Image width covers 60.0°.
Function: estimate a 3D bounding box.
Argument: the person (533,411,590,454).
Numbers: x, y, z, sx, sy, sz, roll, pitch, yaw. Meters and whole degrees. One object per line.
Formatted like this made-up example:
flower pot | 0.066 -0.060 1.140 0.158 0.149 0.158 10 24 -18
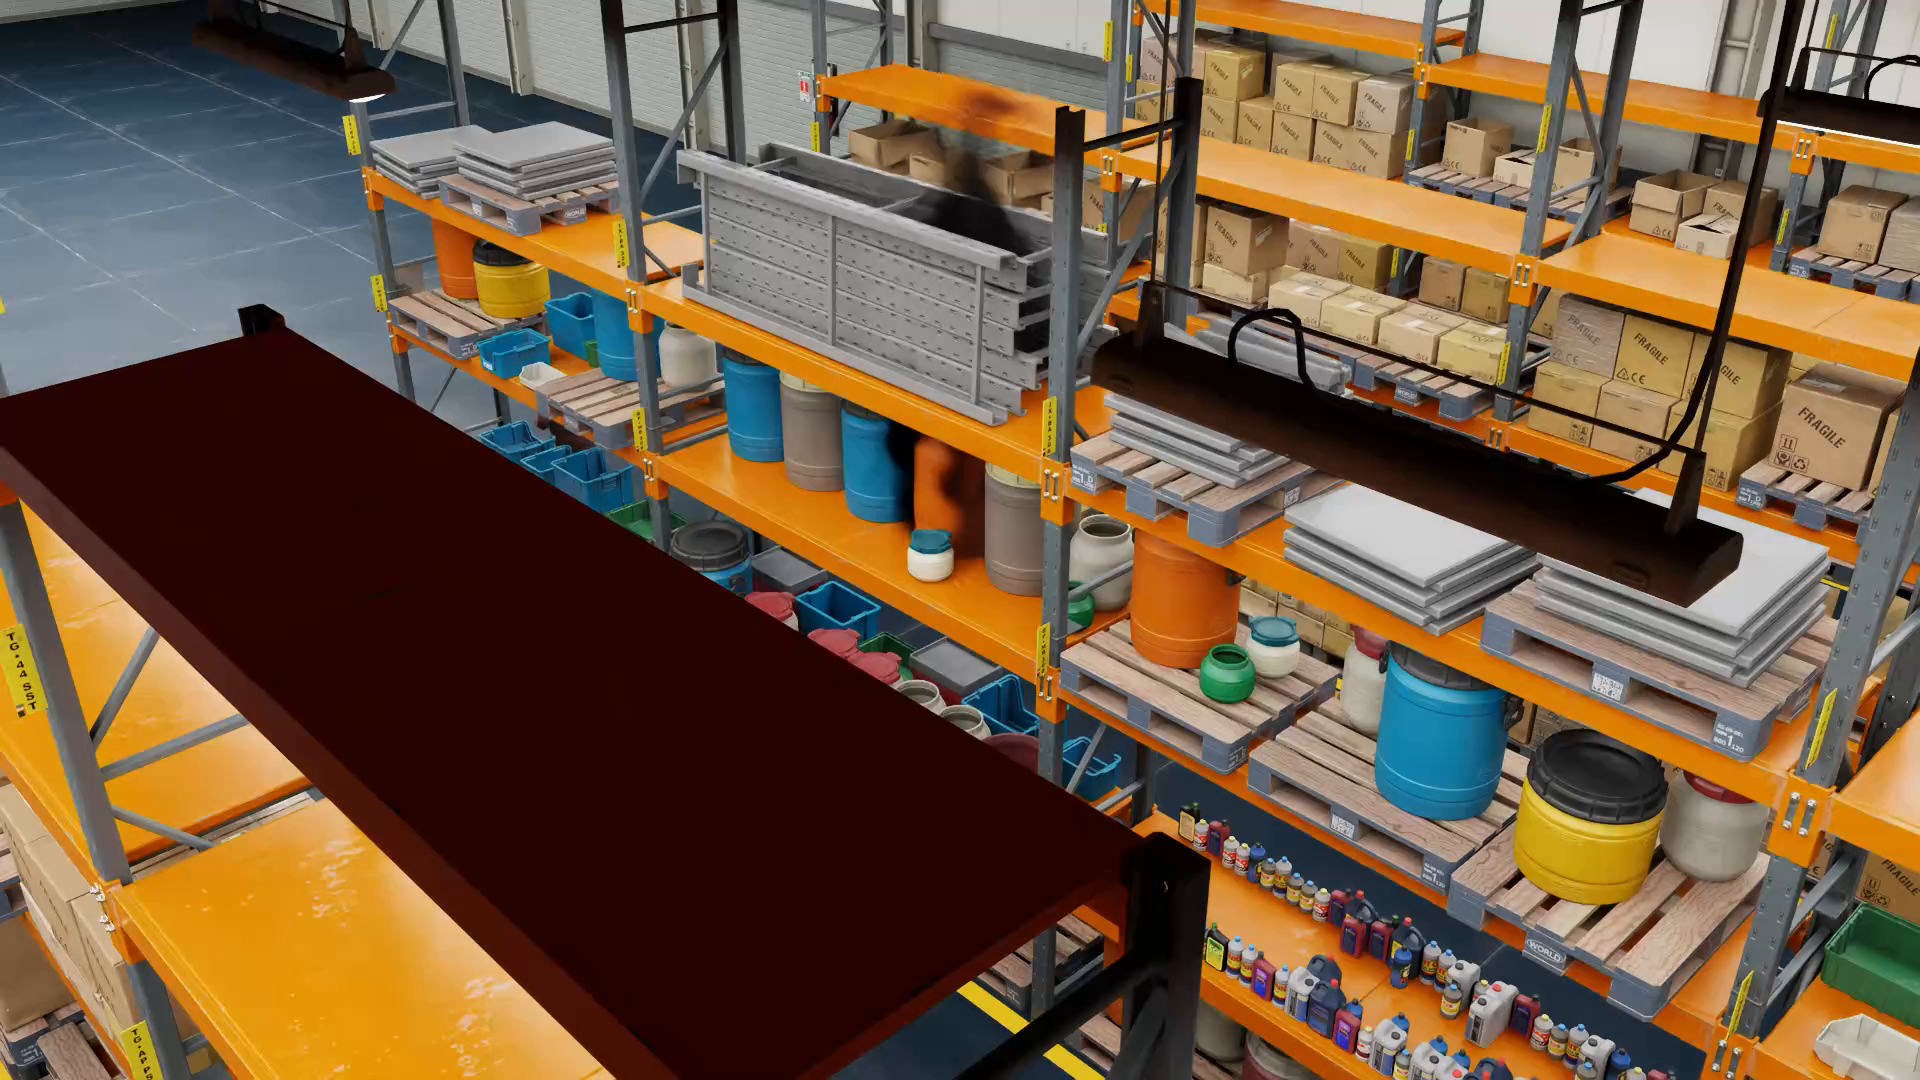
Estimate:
person | -3.956 -1.056 17.010 0.932 1.746 0.865 12 31 22
